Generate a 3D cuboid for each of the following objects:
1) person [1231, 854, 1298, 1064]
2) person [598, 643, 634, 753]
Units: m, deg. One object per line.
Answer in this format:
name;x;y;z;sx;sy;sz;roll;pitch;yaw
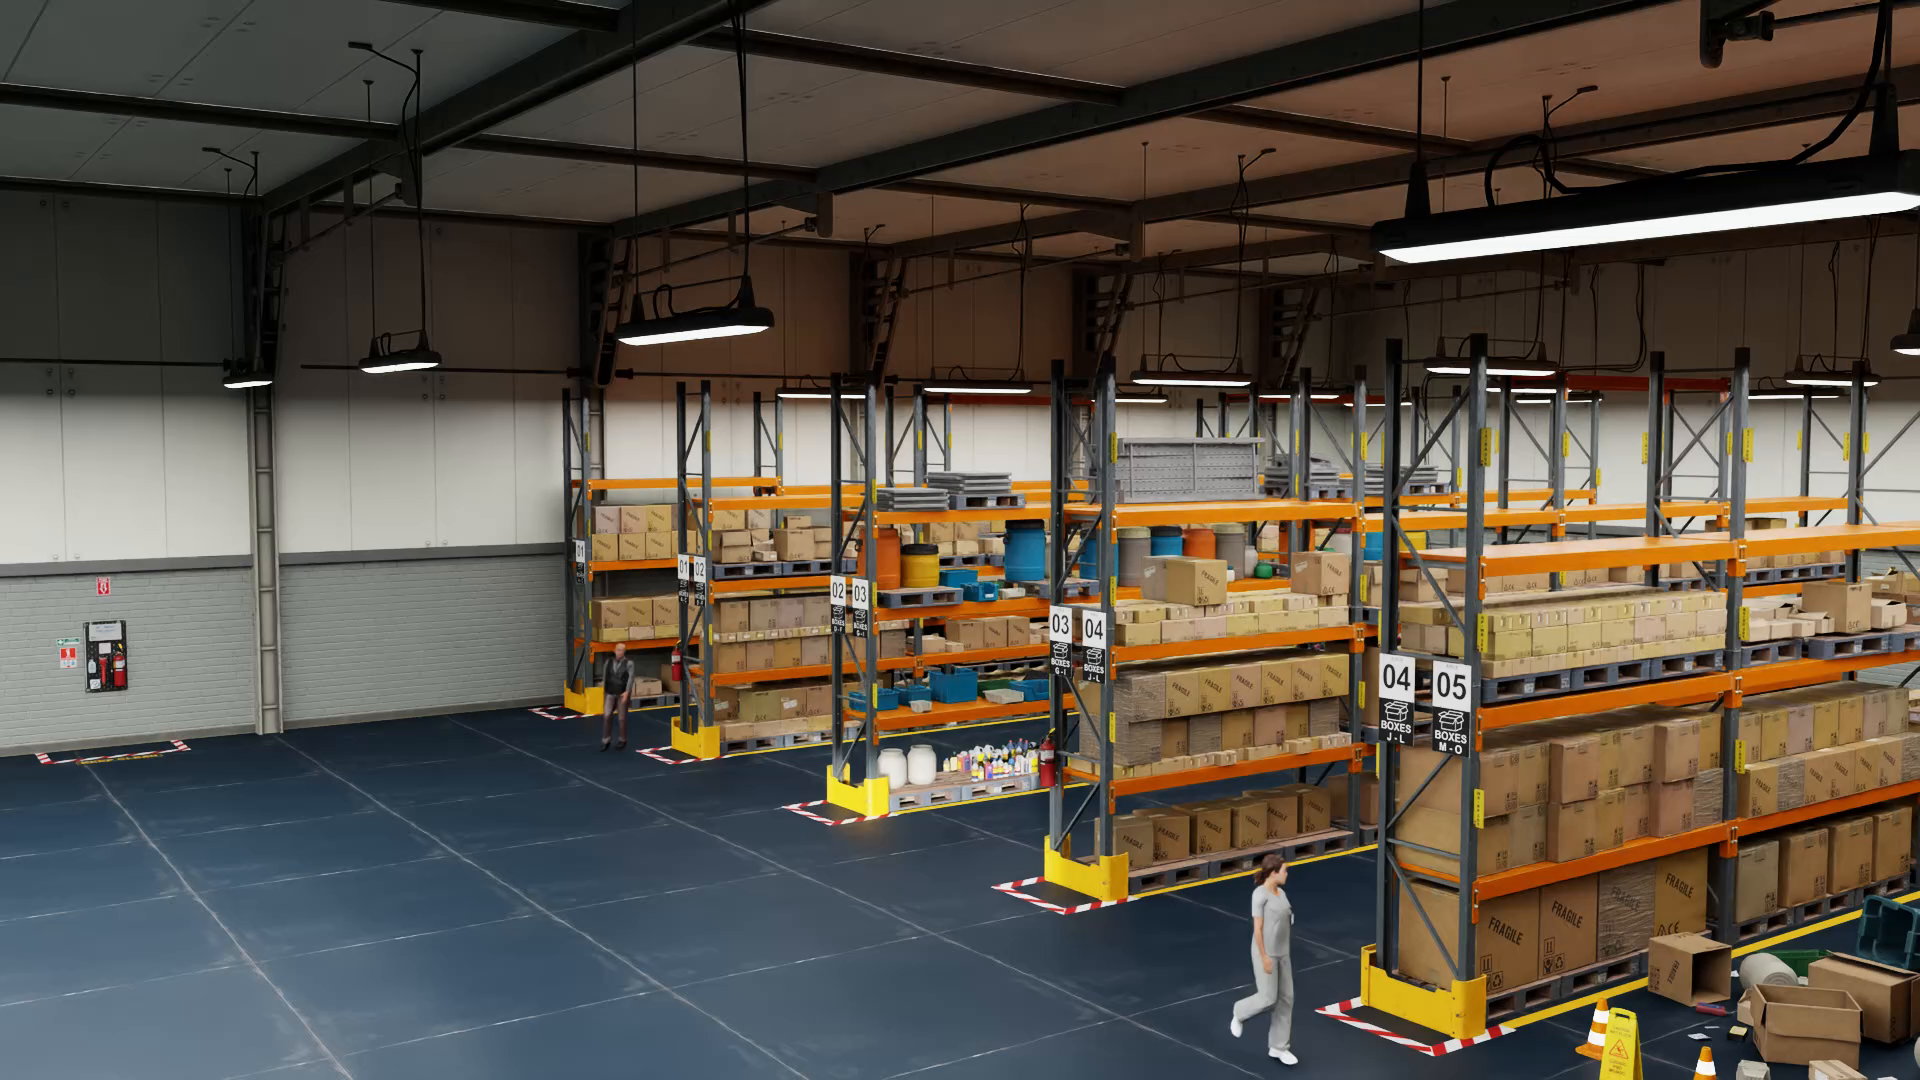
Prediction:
person;2.562;3.442;13.768;0.508;1.662;0.642;-3;5;-41
person;-5.607;2.567;27.159;0.550;1.737;0.606;0;4;2
